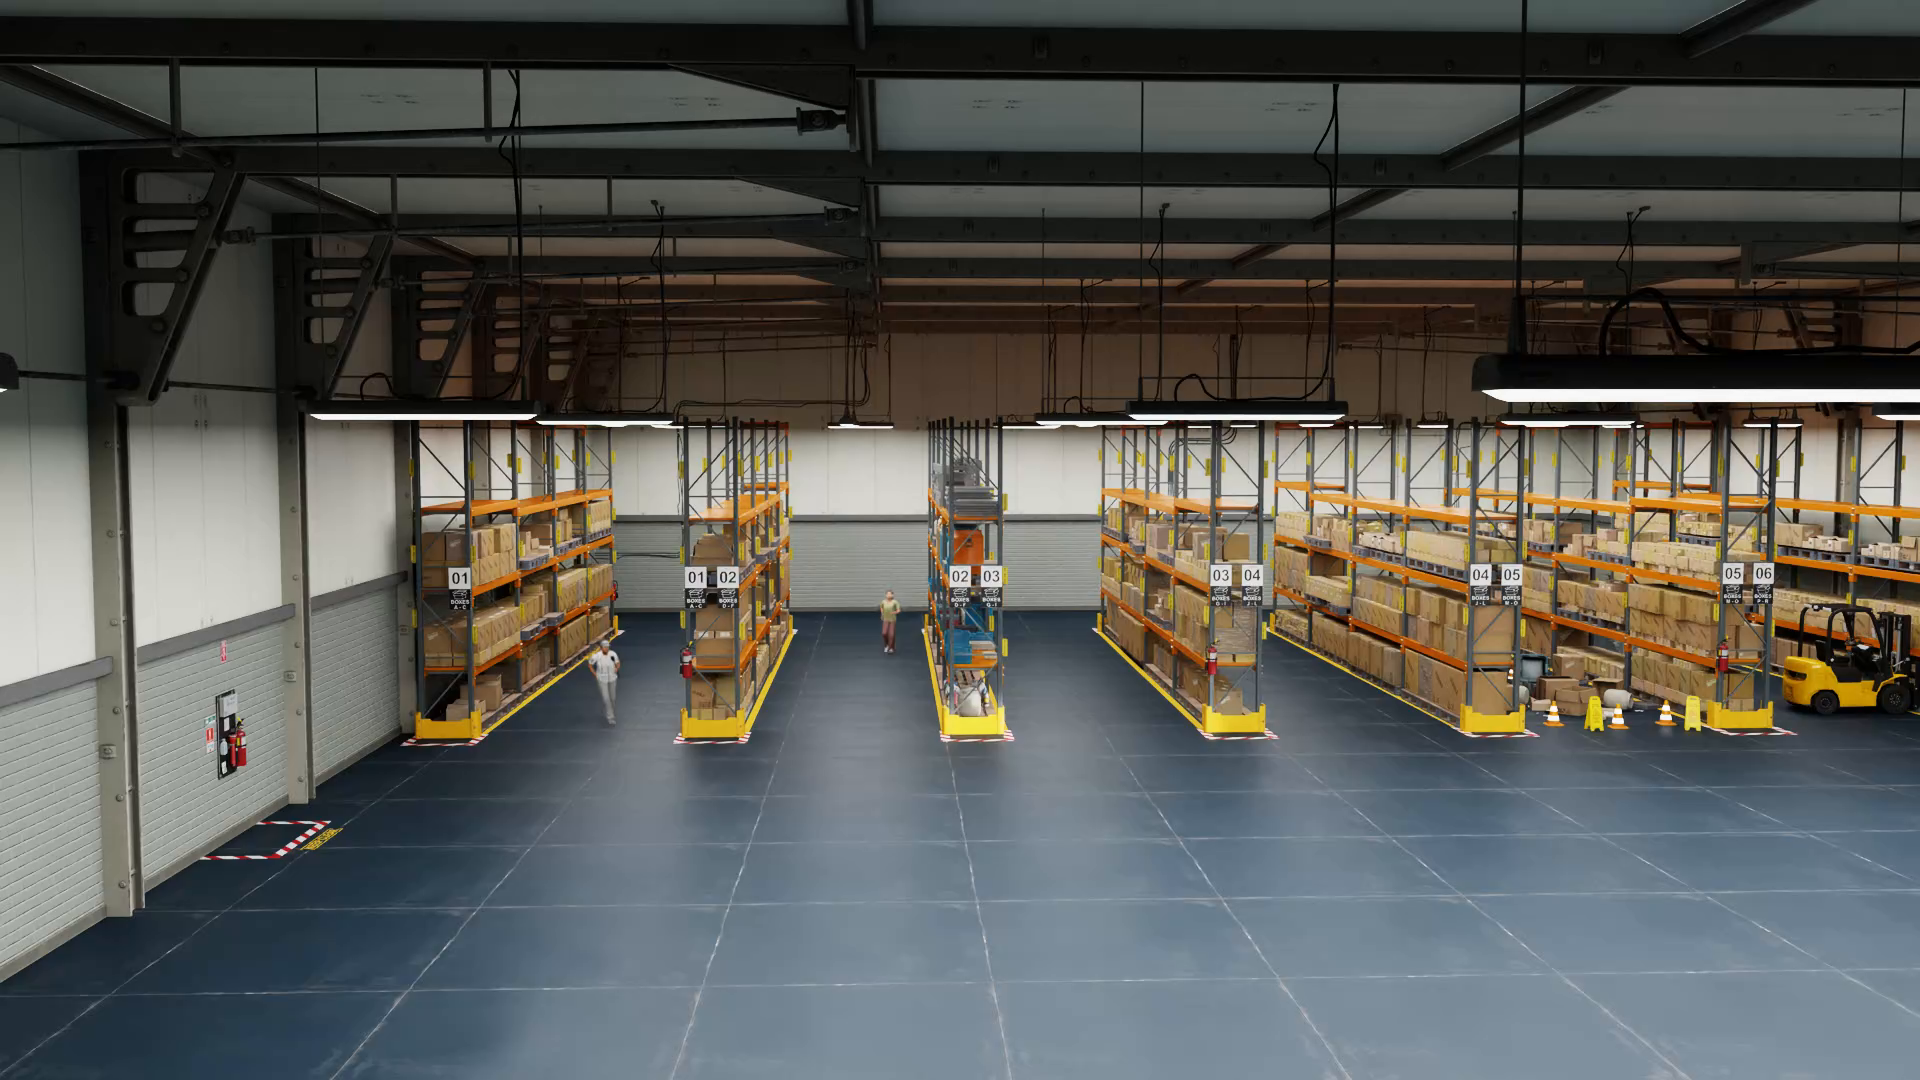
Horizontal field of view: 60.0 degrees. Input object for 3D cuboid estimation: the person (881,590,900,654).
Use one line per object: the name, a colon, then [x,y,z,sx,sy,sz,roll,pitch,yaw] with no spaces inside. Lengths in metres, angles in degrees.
person: [-1.806,2.143,42.743,0.563,1.553,0.640,1,4,10]

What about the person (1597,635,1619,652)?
person: [16.474,2.120,42.346,0.574,1.656,0.866,0,4,-5]

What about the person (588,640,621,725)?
person: [-6.984,2.764,32.674,0.627,1.639,0.844,-1,4,-21]
